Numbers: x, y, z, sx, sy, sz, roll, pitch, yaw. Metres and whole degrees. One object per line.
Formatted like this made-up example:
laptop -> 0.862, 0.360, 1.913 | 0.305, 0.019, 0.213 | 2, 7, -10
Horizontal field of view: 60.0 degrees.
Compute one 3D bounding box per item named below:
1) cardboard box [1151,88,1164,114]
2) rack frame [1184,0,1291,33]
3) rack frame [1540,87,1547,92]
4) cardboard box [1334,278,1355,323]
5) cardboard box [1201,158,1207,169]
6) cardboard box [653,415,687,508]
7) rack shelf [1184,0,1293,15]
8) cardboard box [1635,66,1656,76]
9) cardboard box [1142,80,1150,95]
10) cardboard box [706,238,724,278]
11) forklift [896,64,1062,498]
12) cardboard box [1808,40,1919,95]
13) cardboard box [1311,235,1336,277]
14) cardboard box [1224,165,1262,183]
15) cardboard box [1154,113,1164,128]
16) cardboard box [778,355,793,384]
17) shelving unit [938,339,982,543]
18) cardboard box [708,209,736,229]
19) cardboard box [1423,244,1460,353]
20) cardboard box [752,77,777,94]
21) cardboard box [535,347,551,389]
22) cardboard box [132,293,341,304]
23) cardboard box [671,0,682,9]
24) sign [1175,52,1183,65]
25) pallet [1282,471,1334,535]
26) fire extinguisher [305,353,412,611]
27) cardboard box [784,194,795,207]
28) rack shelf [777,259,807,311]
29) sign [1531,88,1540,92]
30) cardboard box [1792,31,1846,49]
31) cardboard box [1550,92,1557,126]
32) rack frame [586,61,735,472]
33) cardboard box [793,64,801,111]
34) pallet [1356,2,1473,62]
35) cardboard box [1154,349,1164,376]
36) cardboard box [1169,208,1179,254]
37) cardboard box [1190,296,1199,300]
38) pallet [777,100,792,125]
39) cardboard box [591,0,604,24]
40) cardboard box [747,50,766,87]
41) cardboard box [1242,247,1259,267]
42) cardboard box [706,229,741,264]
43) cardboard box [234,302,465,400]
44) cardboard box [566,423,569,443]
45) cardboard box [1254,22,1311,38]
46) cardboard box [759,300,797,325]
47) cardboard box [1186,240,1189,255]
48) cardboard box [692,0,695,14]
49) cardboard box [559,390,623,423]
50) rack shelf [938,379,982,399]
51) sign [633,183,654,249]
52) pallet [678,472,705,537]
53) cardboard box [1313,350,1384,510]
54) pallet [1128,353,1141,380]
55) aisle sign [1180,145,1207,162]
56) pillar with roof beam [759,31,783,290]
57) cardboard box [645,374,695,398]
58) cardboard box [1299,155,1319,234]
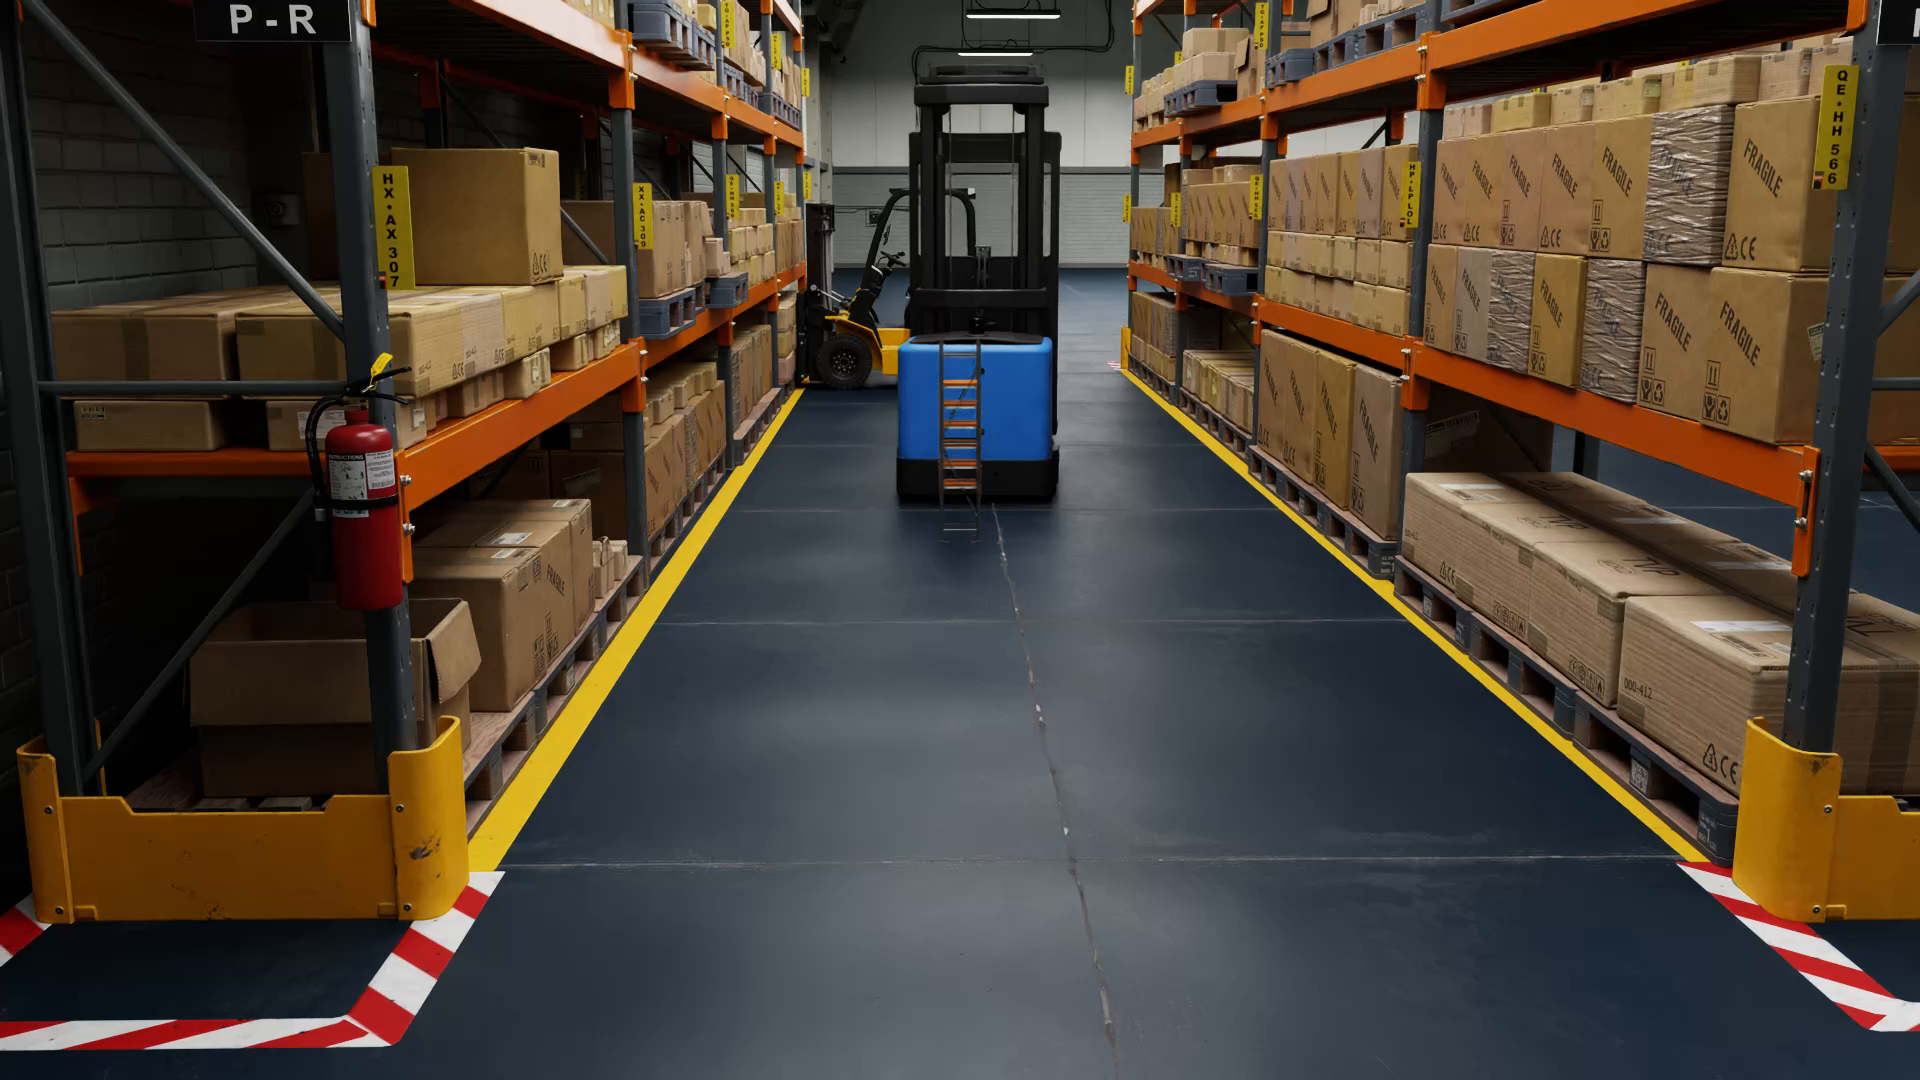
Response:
cardboard box -> 2.346, -4.743, 17.980 | 0.500, 0.250, 0.500 | 0, 11, 0
rack frame -> 2.658, -5.752, 15.777 | 1.000, 3.000, 0.127 | 0, 11, -1
rack frame -> 7.522, -6.587, 19.895 | 1.000, 3.000, 0.127 | 0, 11, -1
cardboard box -> 2.561, -1.438, 9.978 | 0.500, 0.250, 0.500 | -1, 11, -3
cardboard box -> 2.877, -3.686, 17.171 | 0.700, 0.500, 0.500 | 0, 11, -1
cardboard box -> -1.952, -0.483, 10.126 | 0.500, 0.500, 0.500 | -1, 11, -3
rack shelf -> 2.699, -4.806, 13.929 | 1.077, 0.370, 4.000 | 0, 11, -1
cardboard box -> 7.327, -4.846, 17.181 | 0.500, 0.250, 0.500 | 0, 11, -1
cardboard box -> 2.274, -5.123, 18.847 | 0.380, 0.149, 0.250 | 0, 11, -1
cardboard box -> -1.877, -1.919, 11.296 | 0.500, 0.250, 0.500 | -1, 11, -4
forklift -> 0.195, -1.968, 12.389 | 1.130, 2.935, 3.031 | 1, 11, 4
cardboard box -> 2.698, -1.354, 4.789 | 0.380, 0.149, 0.250 | 0, 11, 0
cardboard box -> 2.509, -1.783, 10.425 | 0.500, 0.250, 0.500 | 0, 11, 0
cardboard box -> 2.424, -3.059, 13.906 | 0.380, 0.149, 0.250 | -1, 11, -4
cardboard box -> 2.334, -4.577, 18.164 | 0.380, 0.149, 0.250 | -1, 11, -3
cardboard box -> -1.984, -1.746, 16.981 | 0.500, 0.250, 0.500 | 0, 11, -1
shelving unit -> 0.000, -0.591, 9.954 | 0.258, 1.200, 0.189 | 0, 11, -1
cardboard box -> -1.941, -2.480, 12.855 | 0.380, 0.149, 0.250 | 0, 11, 0
cardboard box -> 2.571, -1.176, 8.060 | 0.500, 0.500, 0.500 | 0, 11, 1
cardboard box -> -2.011, -4.483, 16.390 | 0.380, 0.149, 0.250 | 0, 11, 0
cardboard box -> -1.792, -0.657, 6.385 | 0.380, 0.149, 0.250 | 0, 11, 0
cardboard box -> -2.341, -0.670, 5.447 | 0.500, 0.250, 0.500 | 0, 11, -1
cardboard box -> -1.742, -3.015, 9.157 | 0.380, 0.149, 0.250 | 0, 11, 0
sign -> 2.115, -4.531, 16.005 | 0.100, 0.325, 0.005 | 0, 11, -1
pallet -> 2.703, -0.251, 10.765 | 1.003, 0.211, 1.213 | 0, 11, -1
fire extinguisher -> -1.592, -0.157, 4.421 | 0.296, 0.674, 0.183 | 0, 11, -1
cardboard box -> -2.043, -3.775, 18.489 | 0.380, 0.149, 0.250 | 0, 11, 0
rack shelf -> -2.346, -2.835, 18.300 | 1.077, 0.370, 4.000 | 0, 11, -1
sign -> 6.967, -5.583, 20.094 | 0.100, 0.325, 0.005 | 0, 11, -1
cardboard box -> 7.371, -4.175, 13.991 | 0.500, 0.500, 0.500 | 0, 11, -1
cardboard box -> 2.646, -1.761, 6.796 | 0.380, 0.149, 0.250 | 0, 11, -1
rack frame -> -2.222, -1.995, 12.350 | 1.000, 3.000, 0.127 | 0, 11, -1
cardboard box -> -2.135, -5.272, 19.400 | 0.500, 0.500, 0.500 | 0, 11, 1
pallet -> 2.755, -2.780, 9.153 | 0.805, 0.209, 1.217 | -1, 11, -3
cardboard box -> 2.356, -1.892, 17.700 | 0.500, 0.250, 0.500 | -1, 11, -3
cardboard box -> 2.400, -3.094, 16.764 | 0.500, 0.500, 0.500 | -1, 11, -3
cardboard box -> 2.870, -2.470, 18.664 | 0.500, 0.500, 0.500 | -1, 11, -2
pallet -> -2.371, -4.628, 18.007 | 1.003, 0.211, 1.213 | 0, 11, -1
cardboard box -> -1.835, -2.428, 7.571 | 0.380, 0.149, 0.250 | 0, 11, -1
cardboard box -> -2.046, -4.329, 15.224 | 0.500, 0.311, 0.500 | -1, 11, -3
cardboard box -> 2.420, -2.216, 13.015 | 0.380, 0.149, 0.250 | 0, 11, 0
cardboard box -> -1.962, -2.256, 12.755 | 0.500, 0.250, 0.500 | 0, 11, -1
cardboard box -> -1.797, -0.569, 4.947 | 0.500, 0.250, 0.500 | 0, 11, -1
cardboard box -> -1.964, -0.626, 9.199 | 0.380, 0.149, 0.250 | -1, 11, -3
cardboard box -> 2.840, -4.341, 14.434 | 0.500, 0.250, 0.500 | 0, 11, 0
cardboard box -> -2.024, -2.437, 17.870 | 0.500, 0.250, 0.500 | 0, 11, 1
cardboard box -> 2.353, -2.783, 15.809 | 0.380, 0.149, 0.250 | 0, 11, 0
cardboard box -> -1.900, -3.458, 10.642 | 0.380, 0.149, 0.250 | 0, 11, -2
cardboard box -> -1.942, -0.717, 8.899 | 0.380, 0.149, 0.250 | 0, 11, -2
rack shelf -> 0.000, -0.900, 9.891 | 0.258, 0.103, 0.180 | 0, 11, -1
sign -> -1.597, -1.628, 8.363 | 0.100, 0.325, 0.005 | 0, 11, -1
pallet -> -2.222, -0.238, 10.702 | 1.003, 0.211, 1.213 | 0, 11, -1
cardboard box -> 2.704, -0.688, 10.195 | 0.875, 0.875, 0.875 | 0, 11, 0
pallet -> 2.558, -2.063, 19.699 | 1.003, 0.211, 1.213 | 0, 11, -1
aisle sign -> 2.864, -4.894, 20.101 | 0.394, 0.787, 0.004 | 0, 11, -1
pillar with roof beam -> 0.782, -8.787, 30.737 | 9.100, 9.000, 0.400 | 0, 11, -1
cardboard box -> -2.001, -1.037, 11.228 | 0.380, 0.149, 0.250 | 0, 11, 1
cardboard box -> 2.521, -2.255, 10.863 | 0.500, 0.500, 0.500 | 0, 11, 0
